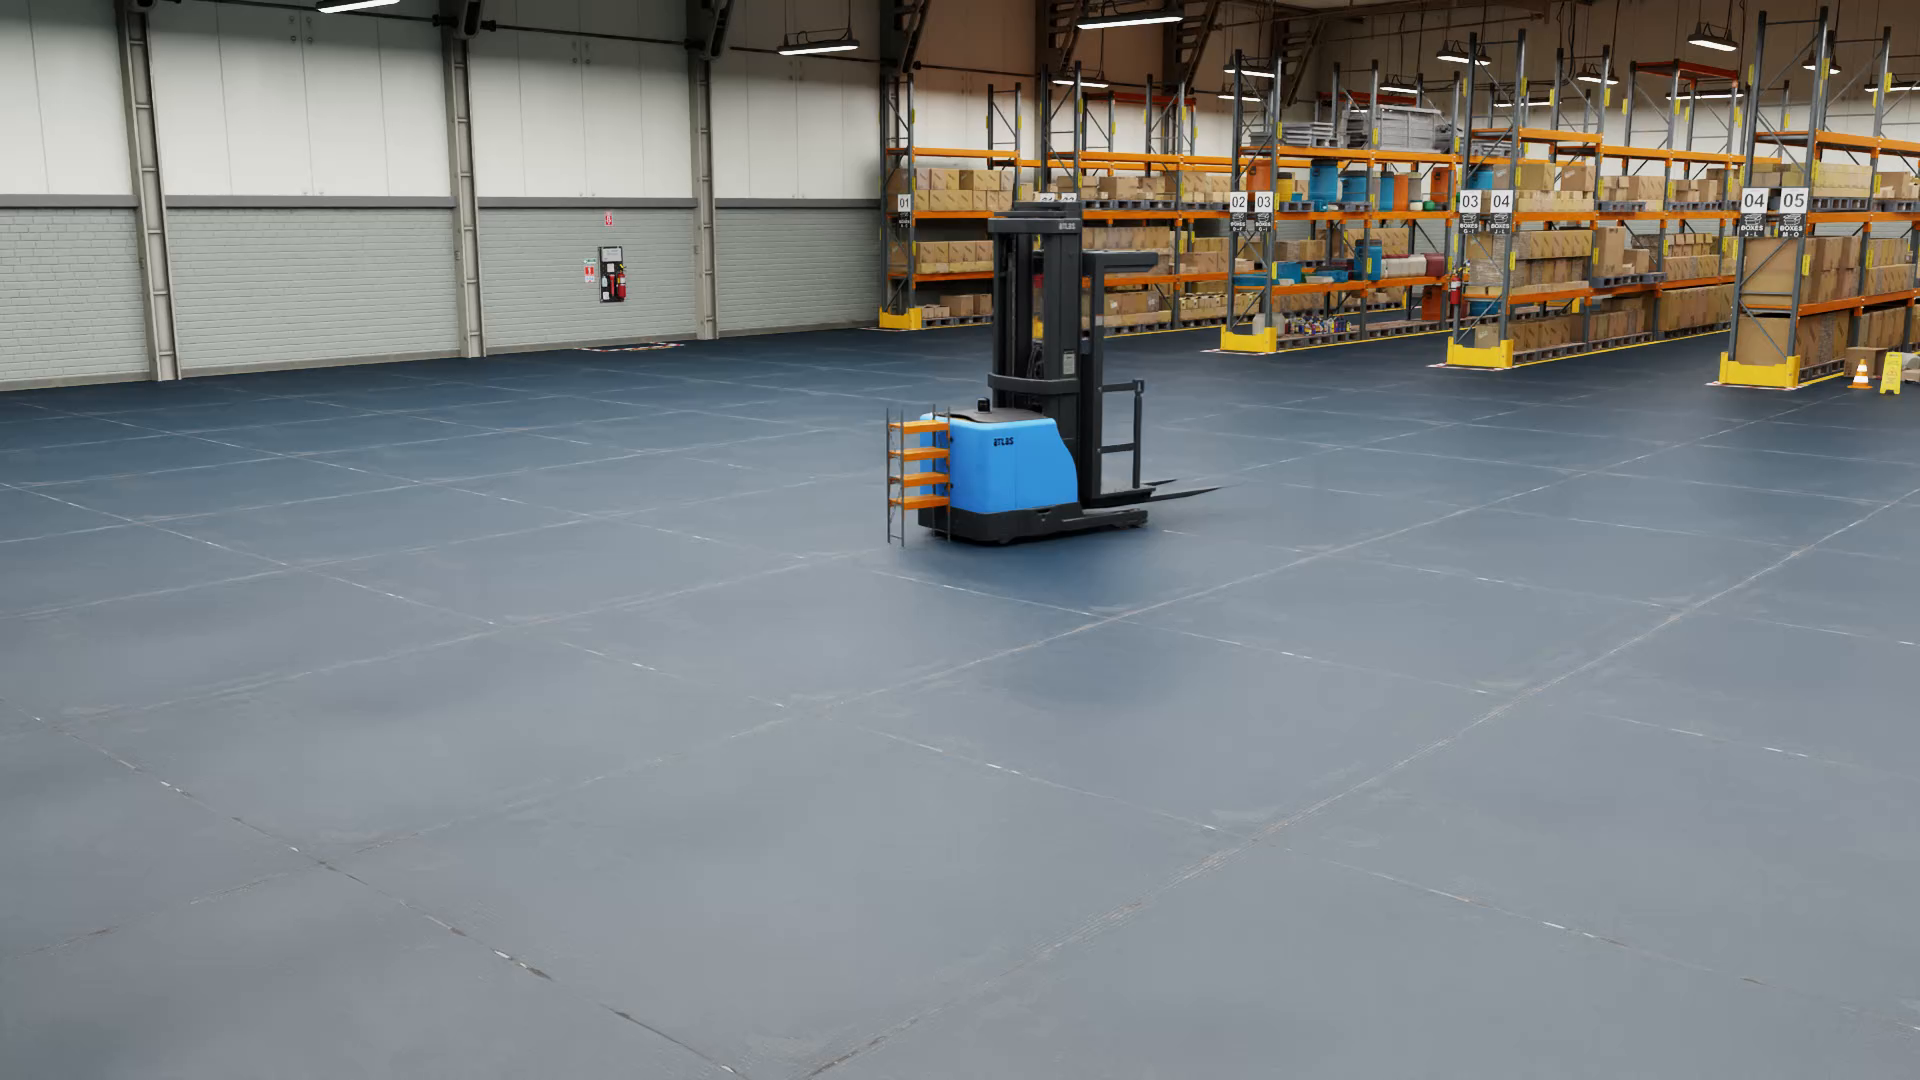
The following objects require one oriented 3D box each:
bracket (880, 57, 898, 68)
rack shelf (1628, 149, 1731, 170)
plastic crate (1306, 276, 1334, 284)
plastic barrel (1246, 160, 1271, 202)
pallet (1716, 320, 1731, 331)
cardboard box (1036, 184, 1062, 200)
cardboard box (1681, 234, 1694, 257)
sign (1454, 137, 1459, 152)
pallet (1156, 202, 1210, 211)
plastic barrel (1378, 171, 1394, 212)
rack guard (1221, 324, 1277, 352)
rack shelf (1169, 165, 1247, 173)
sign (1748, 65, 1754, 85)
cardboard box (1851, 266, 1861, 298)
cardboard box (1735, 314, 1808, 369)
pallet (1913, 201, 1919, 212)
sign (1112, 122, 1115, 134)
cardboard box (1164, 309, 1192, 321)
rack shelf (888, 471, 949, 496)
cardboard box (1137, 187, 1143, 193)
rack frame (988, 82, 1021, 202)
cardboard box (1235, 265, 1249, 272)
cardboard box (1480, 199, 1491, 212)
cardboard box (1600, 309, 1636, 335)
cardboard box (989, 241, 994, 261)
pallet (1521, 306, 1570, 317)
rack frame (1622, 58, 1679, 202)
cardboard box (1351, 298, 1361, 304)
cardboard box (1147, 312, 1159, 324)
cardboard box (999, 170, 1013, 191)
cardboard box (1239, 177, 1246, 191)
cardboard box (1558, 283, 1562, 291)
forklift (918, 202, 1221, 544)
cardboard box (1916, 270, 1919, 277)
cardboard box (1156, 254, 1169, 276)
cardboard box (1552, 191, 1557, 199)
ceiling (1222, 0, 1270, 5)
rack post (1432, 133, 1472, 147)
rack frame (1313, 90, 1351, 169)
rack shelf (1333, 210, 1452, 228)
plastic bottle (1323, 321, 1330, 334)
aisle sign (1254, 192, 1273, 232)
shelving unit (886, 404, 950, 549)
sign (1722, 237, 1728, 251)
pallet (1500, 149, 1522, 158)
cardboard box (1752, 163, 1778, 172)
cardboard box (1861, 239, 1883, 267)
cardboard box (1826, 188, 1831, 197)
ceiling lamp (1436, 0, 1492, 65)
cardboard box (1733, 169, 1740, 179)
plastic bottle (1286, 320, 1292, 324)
[{"bbox_3d":[-1.708,-11.463,39.937,0.235,0.232,0.430,10,15,40],"label":"bracket"},{"bbox_3d":[16.251,-8.591,37.606,1.077,0.370,4.000,10,15,40],"label":"rack shelf"},{"bbox_3d":[7.688,-5.555,35.536,0.530,0.136,0.437,10,15,40],"label":"plastic crate"},{"bbox_3d":[6.155,-7.342,33.987,0.600,0.830,0.708,10,15,40],"label":"plastic barrel"},{"bbox_3d":[18.132,-5.227,40.340,1.003,0.211,1.213,10,15,40],"label":"pallet"},{"bbox_3d":[2.363,-9.214,44.198,0.500,0.500,0.500,9,14,38],"label":"cardboard box"},{"bbox_3d":[16.295,-6.745,38.007,0.797,0.503,0.637,10,15,42],"label":"cardboard box"},{"bbox_3d":[11.628,-9.258,38.910,0.100,0.325,0.005,10,15,40],"label":"sign"},{"bbox_3d":[5.424,-8.105,40.463,0.805,0.209,1.217,9,14,38],"label":"pallet"},{"bbox_3d":[9.606,-7.968,38.006,0.600,0.901,0.708,10,15,40],"label":"plastic barrel"},{"bbox_3d":[5.944,-4.159,34.255,1.175,0.500,0.348,10,15,40],"label":"rack guard"},{"bbox_3d":[7.729,-11.101,50.172,1.077,0.370,4.000,10,15,40],"label":"rack shelf"},{"bbox_3d":[12.911,-7.582,27.108,0.100,0.325,0.005,10,15,40],"label":"sign"},{"bbox_3d":[15.715,-4.677,30.085,0.875,0.550,0.550,10,15,40],"label":"cardboard box"},{"bbox_3d":[13.707,-3.343,28.142,0.875,0.875,0.875,10,15,41],"label":"cardboard box"},{"bbox_3d":[18.204,-6.524,32.542,1.213,0.211,1.003,11,16,43],"label":"pallet"},{"bbox_3d":[4.182,-11.195,45.199,0.100,0.325,0.005,10,15,40],"label":"sign"},{"bbox_3d":[5.304,-5.481,40.445,0.500,0.250,0.500,9,15,39],"label":"cardboard box"},{"bbox_3d":[-0.360,-0.495,14.467,0.480,0.148,0.258,-8,14,-35],"label":"rack shelf"},{"bbox_3d":[3.964,-8.179,39.142,0.500,0.311,0.500,9,14,37],"label":"cardboard box"},{"bbox_3d":[1.128,-10.178,42.696,1.000,3.000,0.127,10,15,40],"label":"rack frame"},{"bbox_3d":[7.106,-6.894,42.210,0.380,0.149,0.250,10,15,40],"label":"cardboard box"},{"bbox_3d":[9.777,-6.228,30.958,0.500,0.250,0.500,10,15,42],"label":"cardboard box"},{"bbox_3d":[14.147,-4.709,35.889,0.700,0.500,0.500,8,14,36],"label":"cardboard box"},{"bbox_3d":[0.723,-7.357,42.303,0.500,0.500,0.500,10,15,40],"label":"cardboard box"},{"bbox_3d":[15.917,-6.237,45.401,1.003,0.211,1.213,10,15,40],"label":"pallet"},{"bbox_3d":[14.931,-8.846,36.023,1.000,3.000,0.127,10,15,40],"label":"rack frame"},{"bbox_3d":[11.135,-6.762,47.020,0.380,0.166,0.250,10,15,40],"label":"cardboard box"},{"bbox_3d":[4.372,-5.285,39.463,0.500,0.250,0.500,10,15,40],"label":"cardboard box"},{"bbox_3d":[1.001,-9.148,42.336,0.500,0.500,0.500,8,14,36],"label":"cardboard box"},{"bbox_3d":[8.432,-10.807,50.642,0.500,0.500,0.500,10,15,42],"label":"cardboard box"},{"bbox_3d":[11.507,-4.945,32.452,0.380,0.149,0.250,10,15,40],"label":"cardboard box"},{"bbox_3d":[1.111,-1.606,15.269,3.031,2.935,1.130,-8,14,-35],"label":"forklift"},{"bbox_3d":[19.214,-5.409,33.706,0.380,0.149,0.250,11,16,43],"label":"cardboard box"},{"bbox_3d":[4.563,-6.579,39.739,0.700,0.500,0.500,9,15,39],"label":"cardboard box"},{"bbox_3d":[11.182,-6.600,31.804,0.380,0.149,0.250,9,14,38],"label":"cardboard box"},{"bbox_3d":[7.111,-15.830,48.016,6.000,0.001,6.000,10,15,40],"label":"ceiling"},{"bbox_3d":[11.657,-9.561,39.797,0.954,0.300,0.937,10,15,40],"label":"rack post"},{"bbox_3d":[10.132,-10.715,45.385,1.000,3.000,0.127,10,15,40],"label":"rack frame"},{"bbox_3d":[9.890,-7.368,38.121,1.077,0.370,4.000,10,15,40],"label":"rack shelf"},{"bbox_3d":[7.911,-4.604,35.937,0.152,0.276,0.135,10,15,41],"label":"plastic bottle"},{"bbox_3d":[6.102,-6.593,33.427,0.394,0.787,0.004,10,15,40],"label":"aisle sign"},{"bbox_3d":[-0.360,-0.561,14.454,0.503,1.200,0.258,-8,14,-35],"label":"shelving unit"},{"bbox_3d":[17.985,-6.952,39.108,0.100,0.325,0.005,10,15,40],"label":"sign"},{"bbox_3d":[13.327,-9.660,41.604,1.003,0.211,1.213,10,15,40],"label":"pallet"},{"bbox_3d":[13.276,-6.158,27.502,0.380,0.149,0.250,10,15,41],"label":"cardboard box"},{"bbox_3d":[16.944,-5.422,31.393,0.700,0.500,0.500,10,15,41],"label":"cardboard box"},{"bbox_3d":[14.276,-5.794,27.717,0.380,0.149,0.250,10,15,41],"label":"cardboard box"},{"bbox_3d":[10.583,-11.378,33.800,0.800,3.185,2.000,10,15,40],"label":"ceiling lamp"},{"bbox_3d":[18.870,-8.927,40.594,0.500,0.250,0.500,9,15,39],"label":"cardboard box"},{"bbox_3d":[7.091,-4.628,36.055,0.152,0.276,0.135,9,15,39],"label":"plastic bottle"}]
